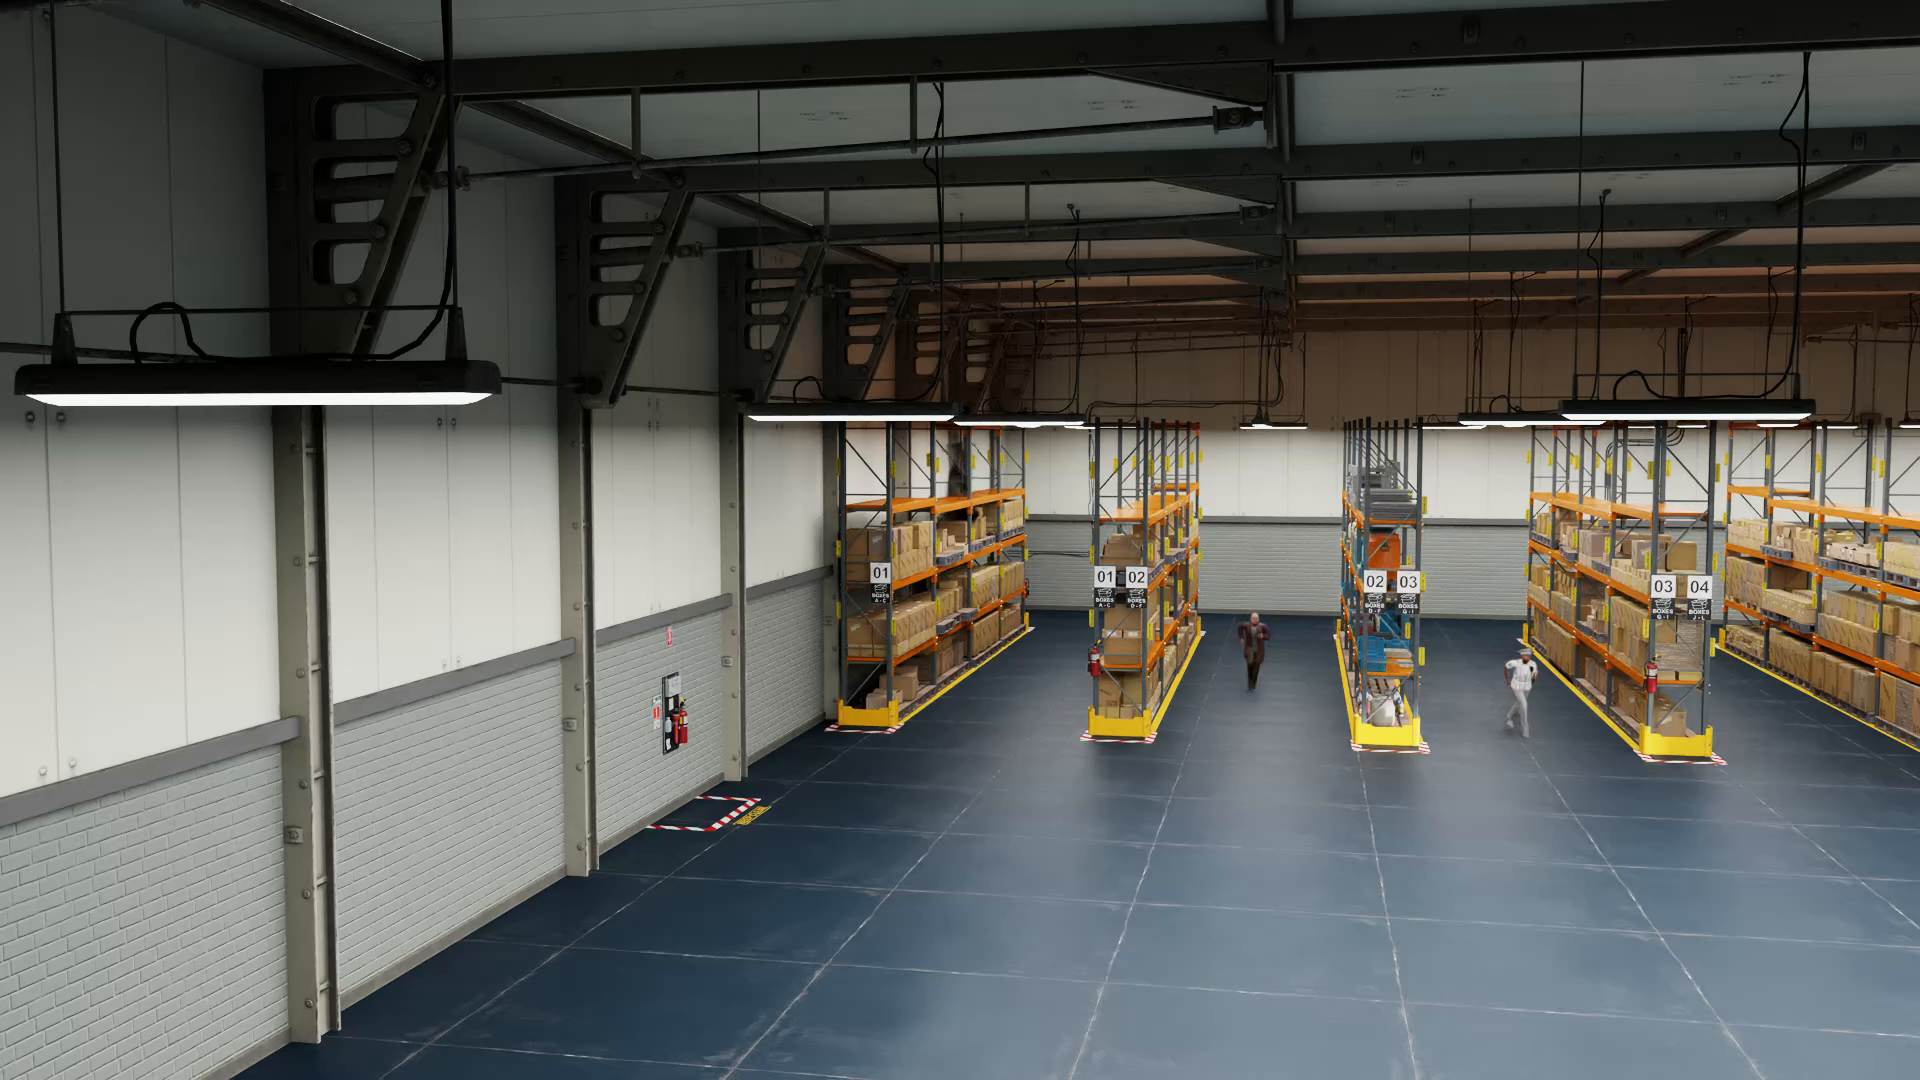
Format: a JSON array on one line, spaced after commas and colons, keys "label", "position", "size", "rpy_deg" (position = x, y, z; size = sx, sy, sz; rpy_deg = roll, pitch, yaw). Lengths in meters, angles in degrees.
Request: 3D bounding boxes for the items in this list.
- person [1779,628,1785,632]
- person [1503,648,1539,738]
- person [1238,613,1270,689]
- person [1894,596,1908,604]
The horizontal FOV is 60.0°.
[{"label": "person", "position": [22.047, 1.952, 44.419], "size": [0.765, 1.763, 0.898], "rpy_deg": [-1, 4, -16]}, {"label": "person", "position": [10.612, 2.858, 31.576], "size": [0.553, 1.699, 0.922], "rpy_deg": [-1, 4, -12]}, {"label": "person", "position": [6.509, 2.455, 36.848], "size": [0.690, 1.707, 0.960], "rpy_deg": [0, 4, 6]}, {"label": "person", "position": [25.049, 2.010, 44.292], "size": [0.724, 1.743, 0.577], "rpy_deg": [0, 4, 6]}]
